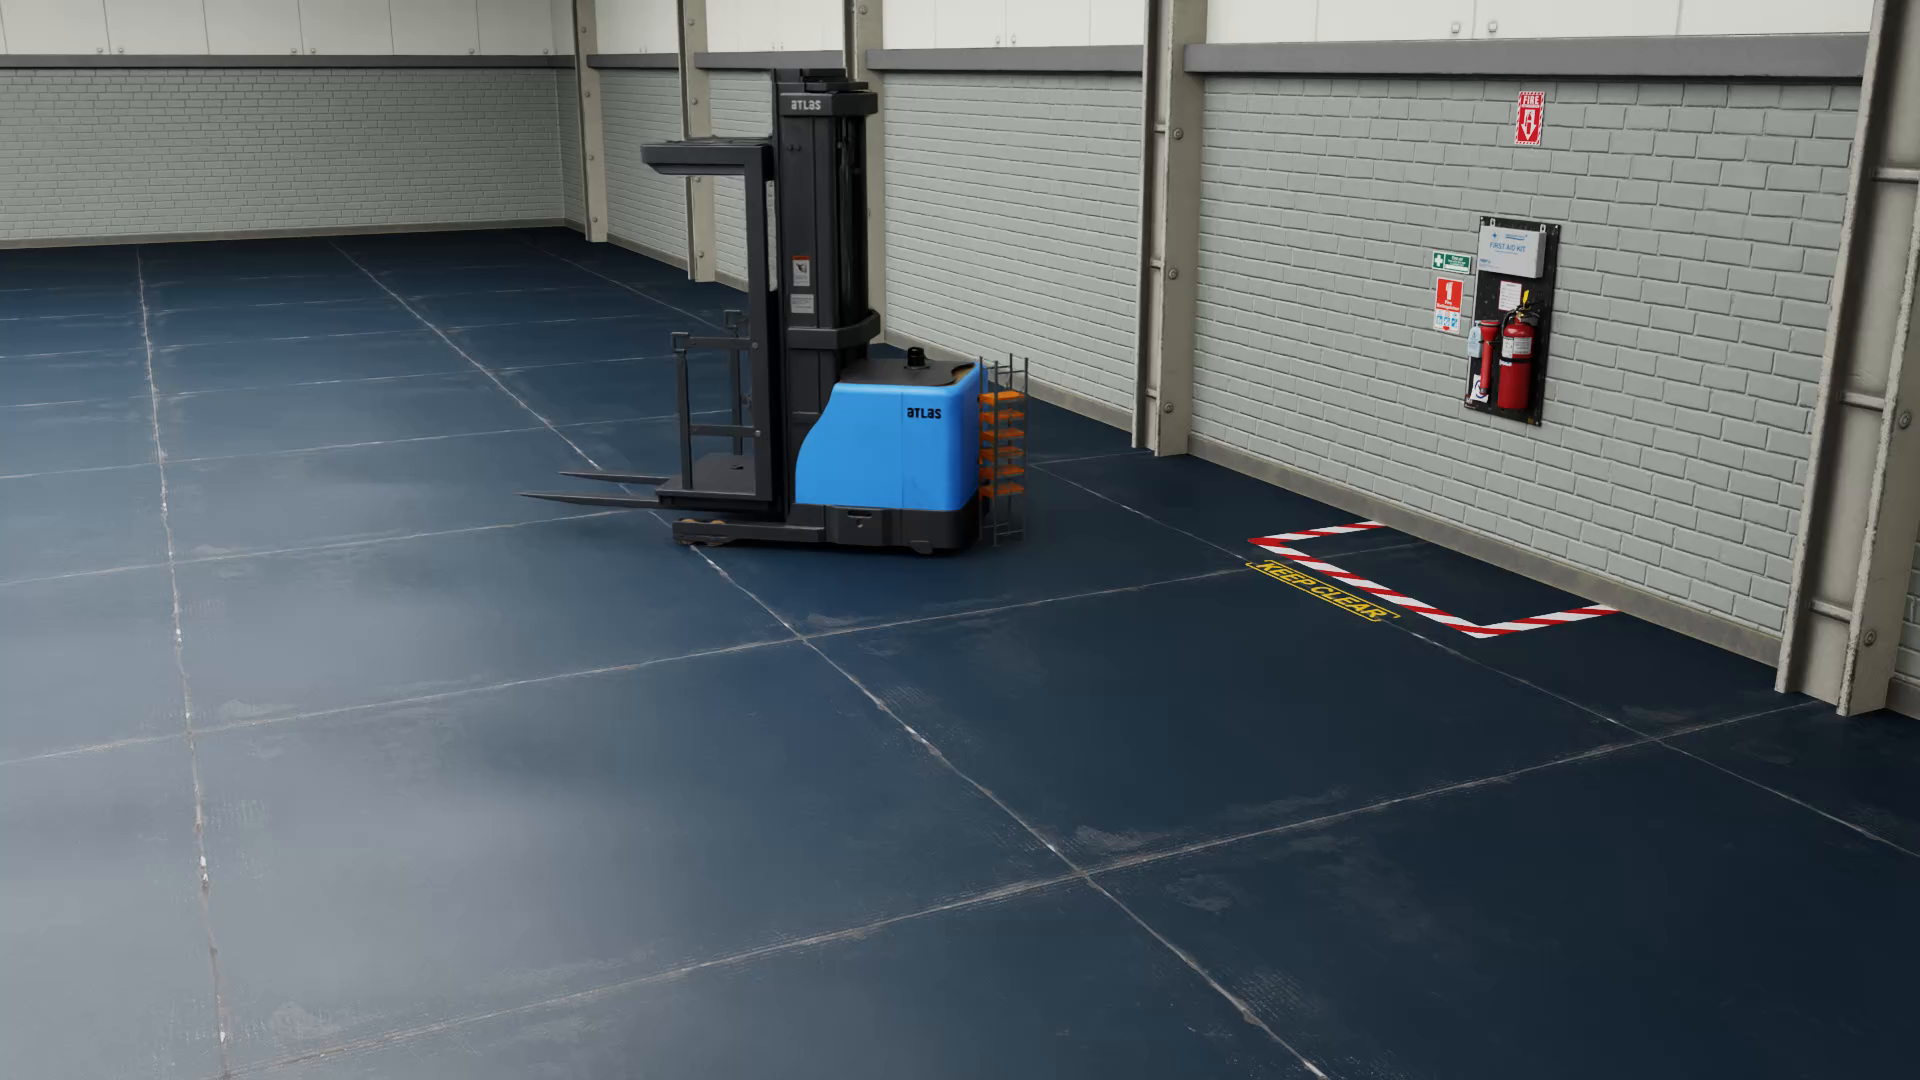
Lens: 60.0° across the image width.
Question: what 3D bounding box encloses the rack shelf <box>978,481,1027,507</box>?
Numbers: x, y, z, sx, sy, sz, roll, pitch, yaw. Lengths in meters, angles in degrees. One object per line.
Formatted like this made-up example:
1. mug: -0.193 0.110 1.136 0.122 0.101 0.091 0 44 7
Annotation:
1. rack shelf: 0.273 -0.295 10.633 0.258 0.103 0.180 -9 18 -29

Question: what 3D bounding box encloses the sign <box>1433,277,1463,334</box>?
1. sign: 3.033 -1.459 10.333 0.001 0.329 0.234 -8 18 -25

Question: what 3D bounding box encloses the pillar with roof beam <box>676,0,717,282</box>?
1. pillar with roof beam: -7.524 -7.502 20.579 9.100 9.000 0.400 -8 18 -25

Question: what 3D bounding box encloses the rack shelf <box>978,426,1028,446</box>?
1. rack shelf: 0.274 -0.641 10.533 0.258 0.103 0.180 -9 18 -29

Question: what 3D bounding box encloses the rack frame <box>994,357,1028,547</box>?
1. rack frame: 0.319 -0.546 10.478 0.240 1.200 0.006 -9 18 -29

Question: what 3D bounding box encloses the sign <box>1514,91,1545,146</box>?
1. sign: 3.269 -2.421 9.546 0.001 0.298 0.199 -8 18 -25

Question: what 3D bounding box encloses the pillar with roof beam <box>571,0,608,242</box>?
1. pillar with roof beam: -10.153 -8.990 25.763 9.100 9.000 0.400 -8 18 -25

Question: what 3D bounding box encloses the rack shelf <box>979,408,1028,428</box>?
1. rack shelf: 0.274 -0.756 10.500 0.258 0.103 0.180 -9 18 -29

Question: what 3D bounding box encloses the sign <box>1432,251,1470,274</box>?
1. sign: 3.027 -1.712 10.253 0.001 0.109 0.331 -8 18 -25

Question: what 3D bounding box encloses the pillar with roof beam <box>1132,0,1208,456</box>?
1. pillar with roof beam: -2.267 -4.526 10.210 9.100 9.000 0.400 -8 18 -25

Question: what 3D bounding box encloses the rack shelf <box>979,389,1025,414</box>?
1. rack shelf: 0.274 -0.871 10.467 0.258 0.103 0.180 -9 18 -29

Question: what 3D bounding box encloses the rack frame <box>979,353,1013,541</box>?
1. rack frame: 0.228 -0.590 10.630 0.240 1.200 0.006 -9 18 -29

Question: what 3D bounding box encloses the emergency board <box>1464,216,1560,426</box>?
1. emergency board: 3.183 -1.293 9.817 0.194 1.169 0.643 -8 18 -25

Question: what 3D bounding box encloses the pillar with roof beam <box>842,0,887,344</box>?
1. pillar with roof beam: -4.896 -6.014 15.394 9.100 9.000 0.400 -8 18 -25

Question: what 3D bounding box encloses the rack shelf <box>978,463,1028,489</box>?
1. rack shelf: 0.273 -0.410 10.599 0.258 0.103 0.180 -9 18 -29

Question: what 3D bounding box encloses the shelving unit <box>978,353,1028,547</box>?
1. shelving unit: 0.273 -0.568 10.554 0.258 1.200 0.189 -9 18 -29

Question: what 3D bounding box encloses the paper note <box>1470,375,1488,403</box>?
1. paper note: 3.167 -0.921 10.121 0.016 0.148 0.142 -8 18 -25

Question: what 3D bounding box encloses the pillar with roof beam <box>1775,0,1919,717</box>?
1. pillar with roof beam: 0.361 -3.039 5.026 9.100 9.000 0.400 -8 18 -25

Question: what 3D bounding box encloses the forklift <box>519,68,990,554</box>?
1. forklift: -1.372 -1.504 10.679 3.031 2.935 1.130 3 16 11

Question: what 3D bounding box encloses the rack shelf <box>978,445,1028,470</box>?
1. rack shelf: 0.273 -0.525 10.566 0.258 0.103 0.180 -9 18 -29
